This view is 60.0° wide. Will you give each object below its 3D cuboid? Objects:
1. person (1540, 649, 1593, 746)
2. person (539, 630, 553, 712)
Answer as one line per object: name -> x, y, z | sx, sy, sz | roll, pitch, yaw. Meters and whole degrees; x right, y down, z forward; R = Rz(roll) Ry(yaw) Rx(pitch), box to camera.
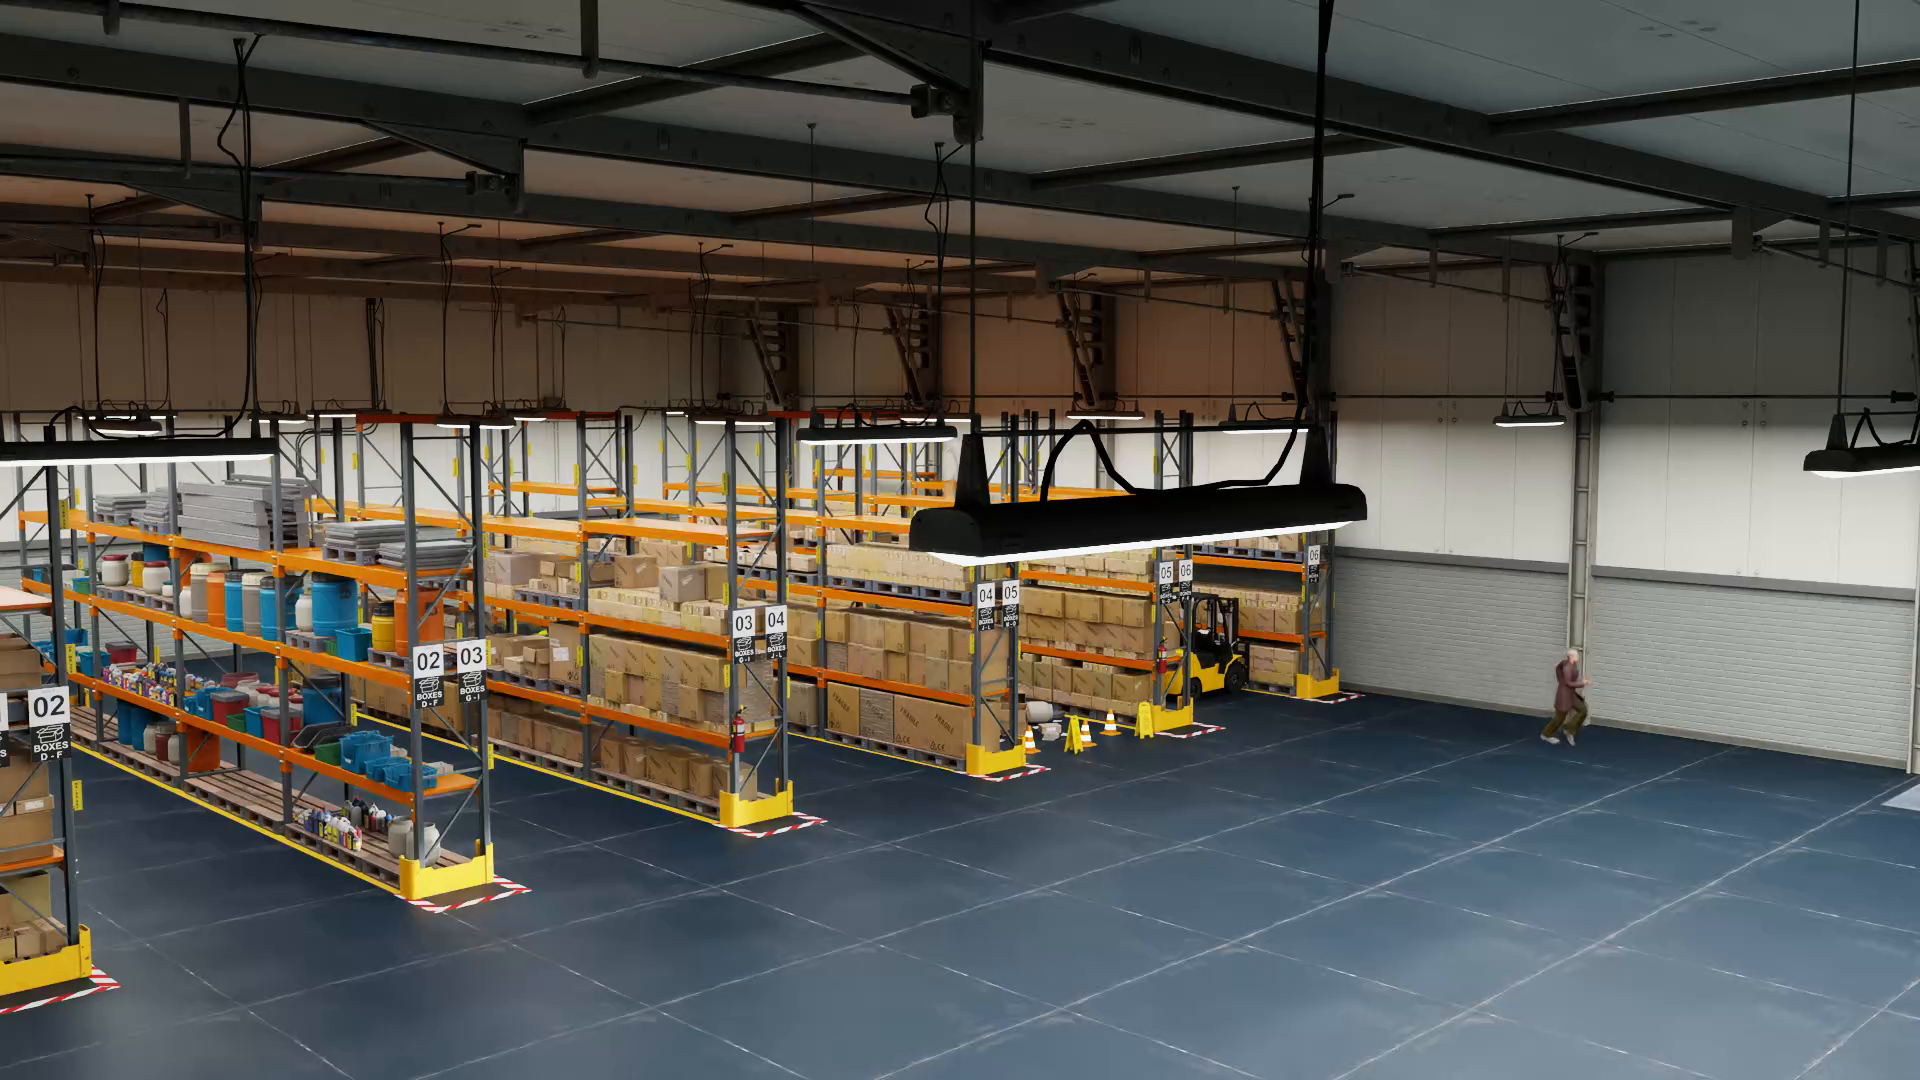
person -> 10.957, 2.842, 30.025 | 0.886, 1.772, 0.752 | 3, 6, 30
person -> -8.061, 2.625, 32.641 | 0.593, 1.720, 0.686 | 4, 6, 37
